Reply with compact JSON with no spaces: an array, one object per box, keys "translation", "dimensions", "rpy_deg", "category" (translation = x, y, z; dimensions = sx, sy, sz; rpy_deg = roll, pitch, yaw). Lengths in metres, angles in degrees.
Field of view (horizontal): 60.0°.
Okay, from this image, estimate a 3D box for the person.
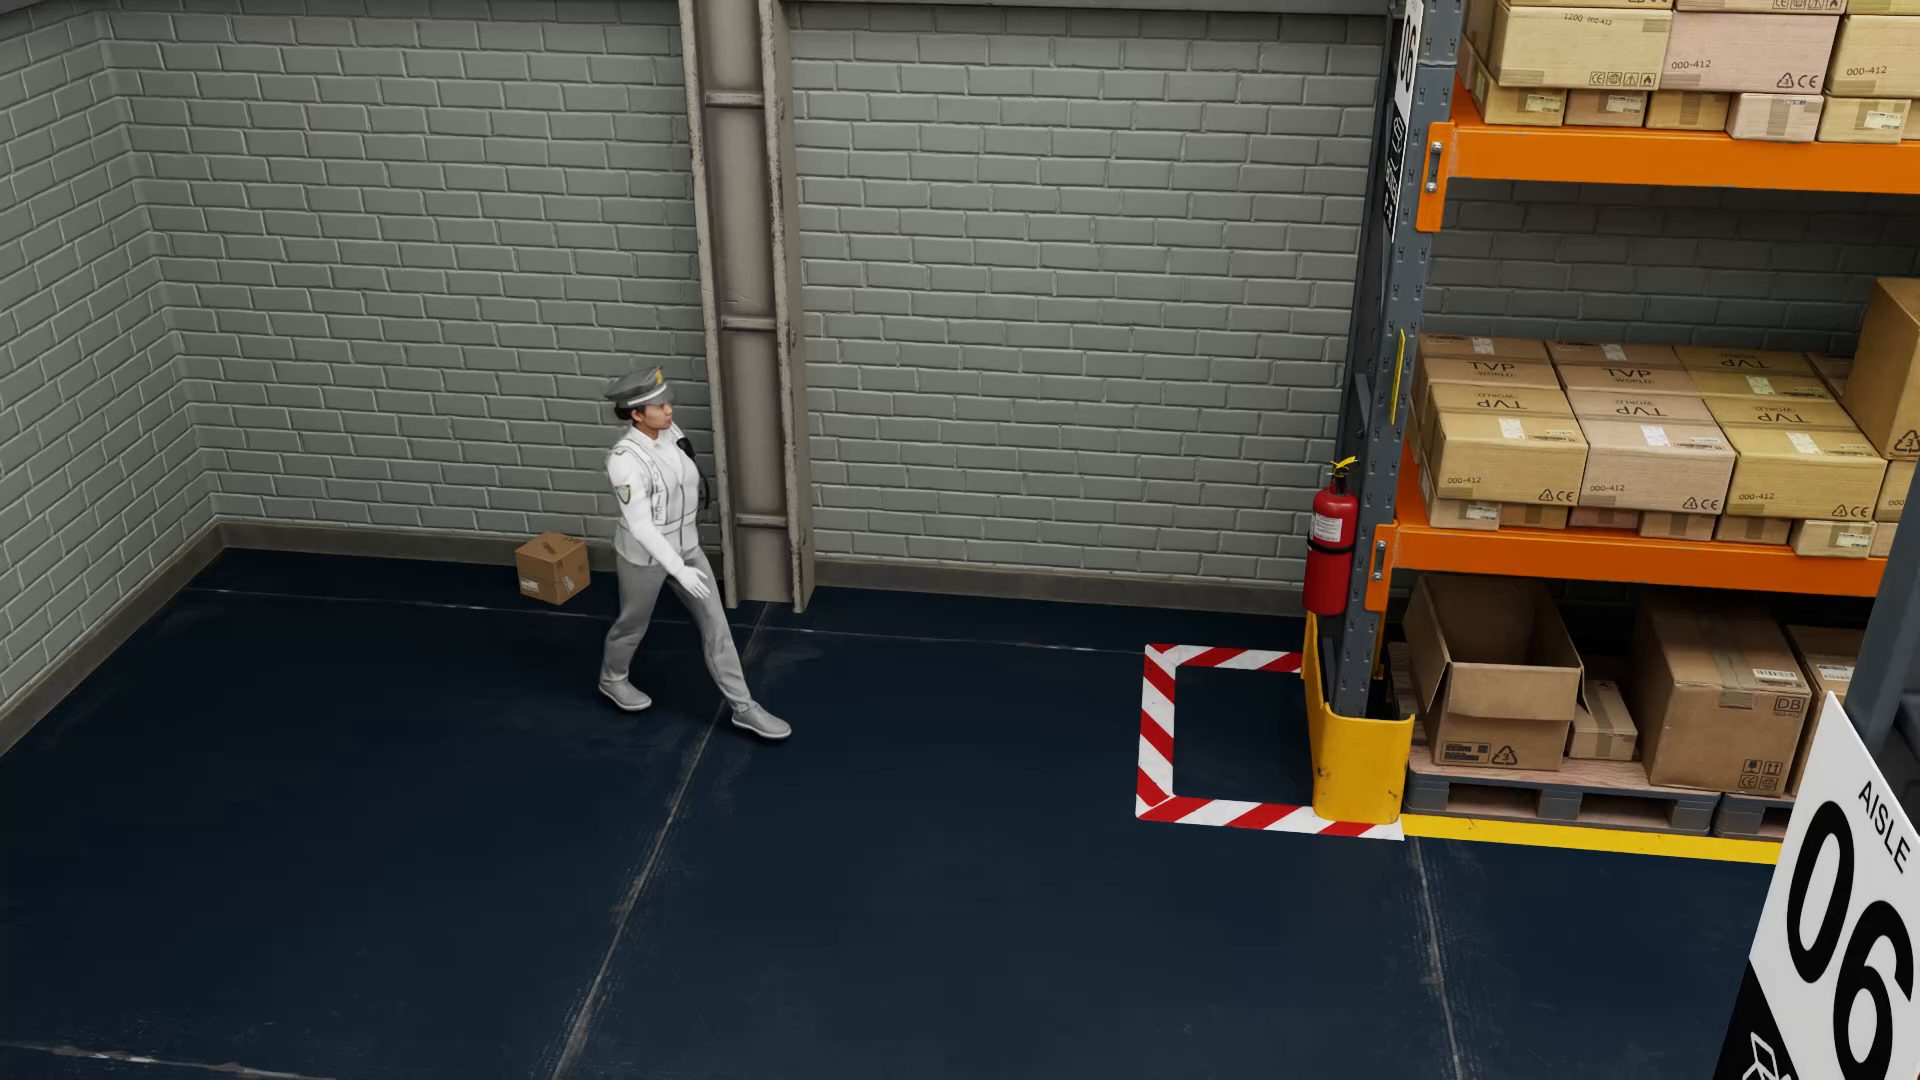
[{"translation":[-1.179,0.057,6.959],"dimensions":[0.956,1.635,0.489],"rpy_deg":[16,33,27],"category":"person"}]
